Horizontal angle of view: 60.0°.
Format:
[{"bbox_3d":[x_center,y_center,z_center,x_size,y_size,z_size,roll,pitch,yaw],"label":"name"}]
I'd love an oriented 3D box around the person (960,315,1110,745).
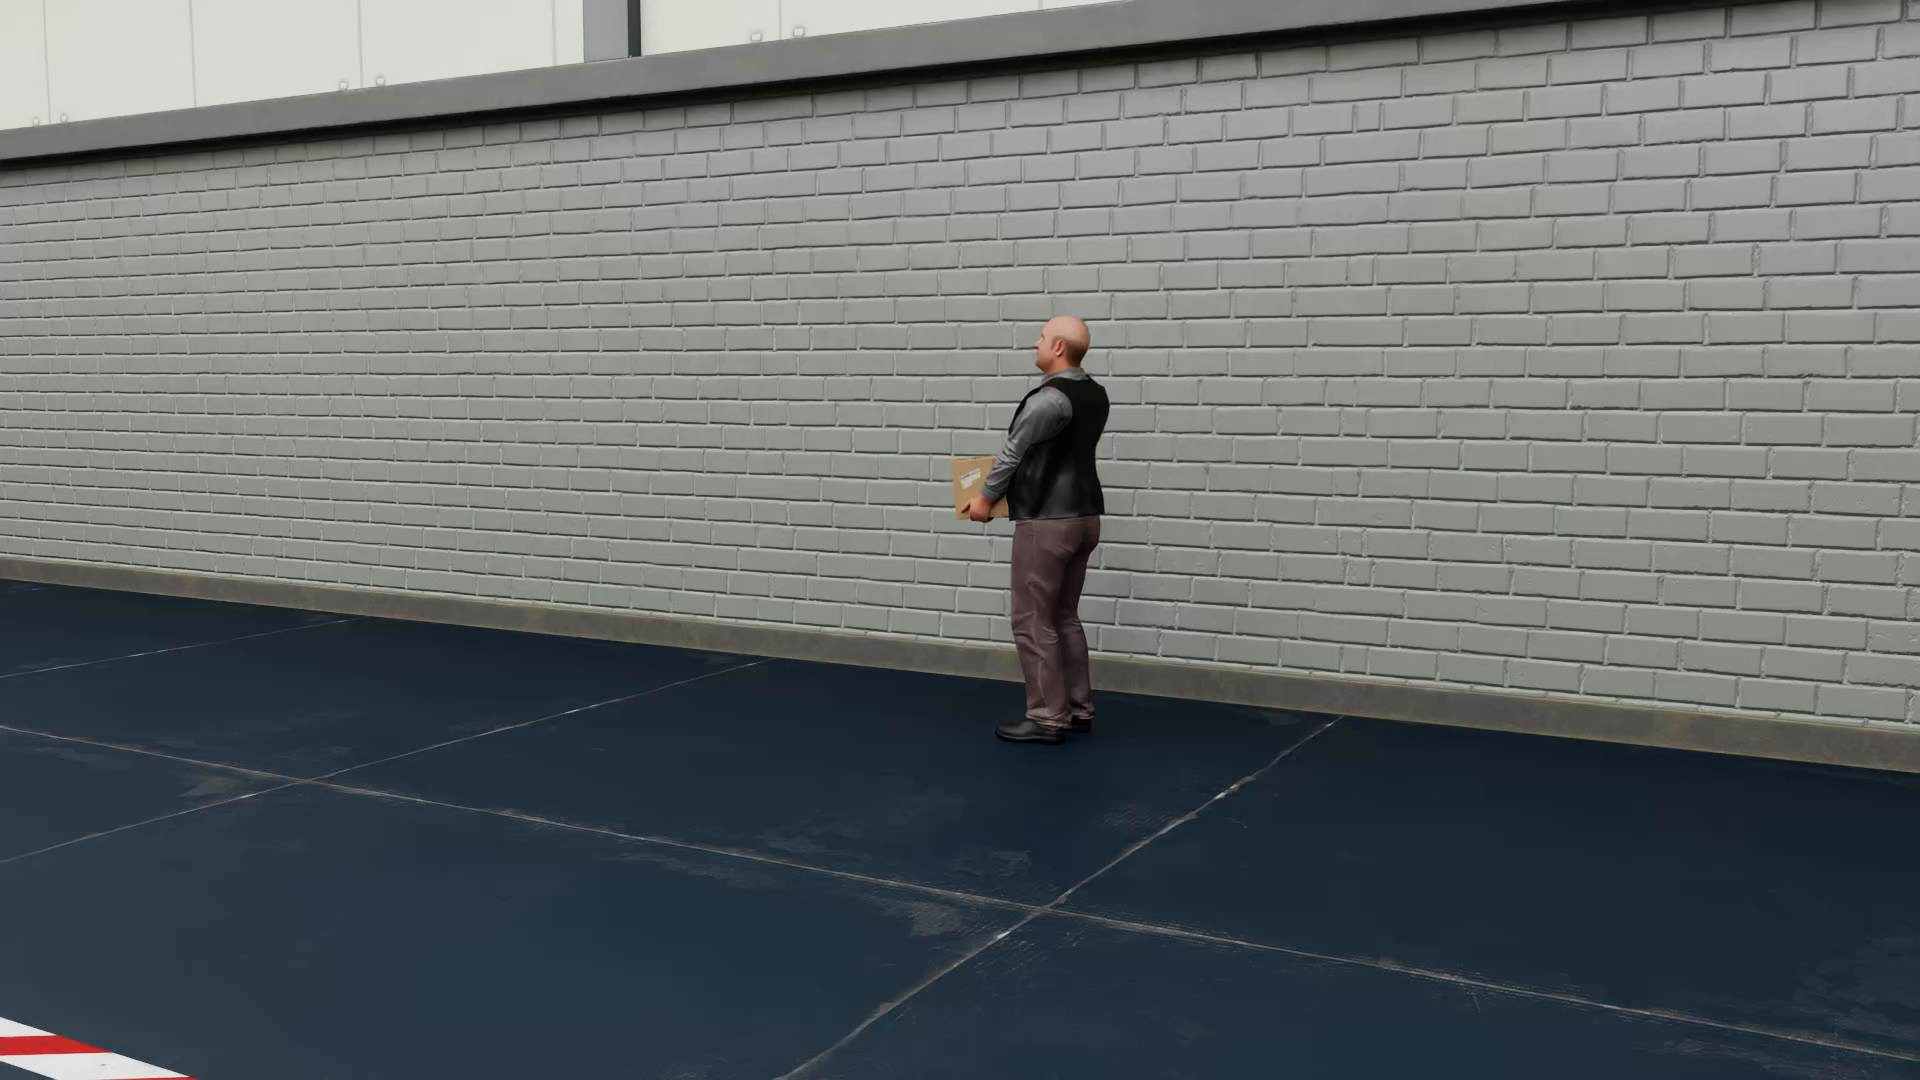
[{"bbox_3d":[0.296,-0.050,6.778,0.550,1.711,0.494,3,7,30],"label":"person"}]
